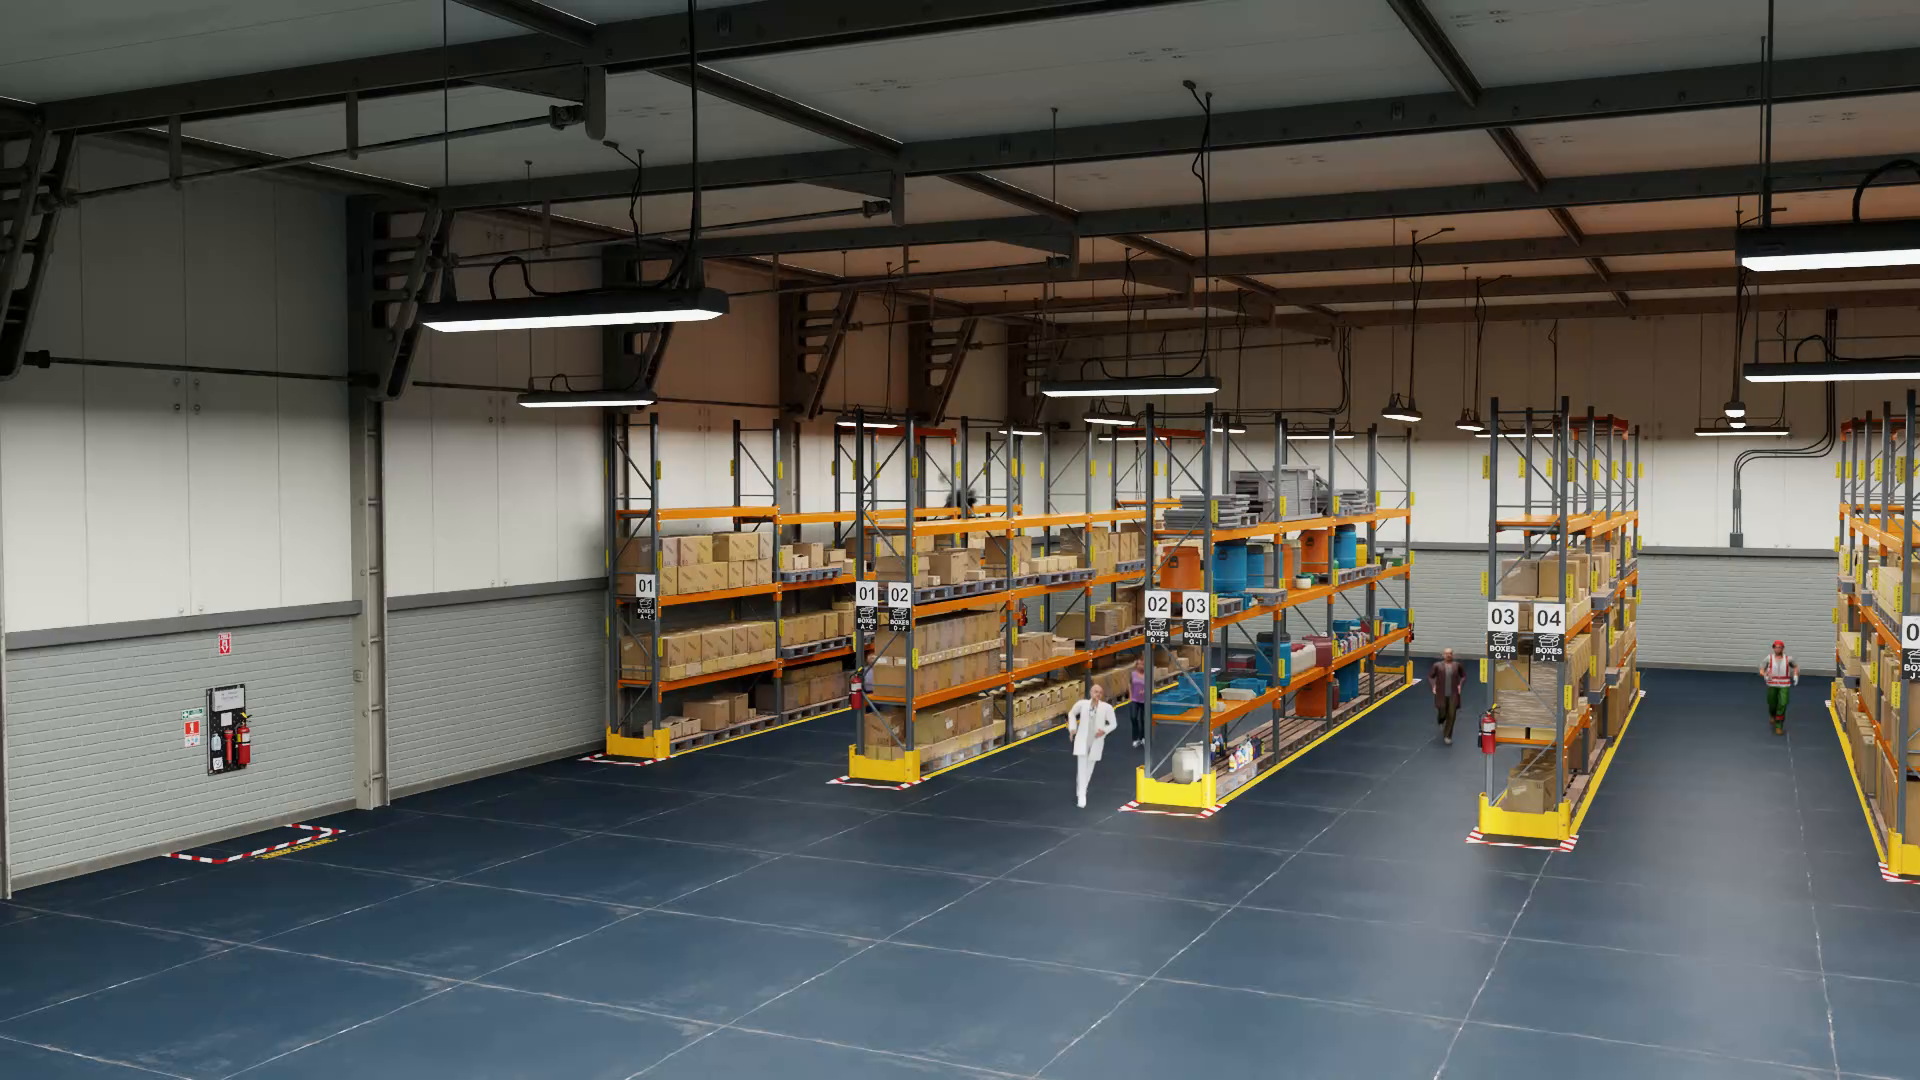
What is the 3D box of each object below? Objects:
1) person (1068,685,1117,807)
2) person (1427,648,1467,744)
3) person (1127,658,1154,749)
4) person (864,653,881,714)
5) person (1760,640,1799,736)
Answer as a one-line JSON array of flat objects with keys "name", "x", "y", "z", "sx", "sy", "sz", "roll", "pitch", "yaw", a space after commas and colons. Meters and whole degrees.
[{"name": "person", "x": 2.000, "y": 3.073, "z": 25.104, "sx": 0.720, "sy": 1.780, "sz": 0.911, "roll": 0, "pitch": 2, "yaw": 1}, {"name": "person", "x": 8.977, "y": 2.852, "z": 30.617, "sx": 0.710, "sy": 1.743, "sz": 0.756, "roll": 0, "pitch": 2, "yaw": 11}, {"name": "person", "x": 3.252, "y": 2.955, "z": 30.035, "sx": 0.529, "sy": 1.646, "sz": 0.620, "roll": 1, "pitch": 3, "yaw": 17}, {"name": "person", "x": -1.613, "y": 2.907, "z": 30.406, "sx": 0.614, "sy": 1.674, "sz": 0.898, "roll": 1, "pitch": 3, "yaw": 21}, {"name": "person", "x": 15.566, "y": 2.785, "z": 31.602, "sx": 0.672, "sy": 1.760, "sz": 0.993, "roll": 1, "pitch": 3, "yaw": 25}]
